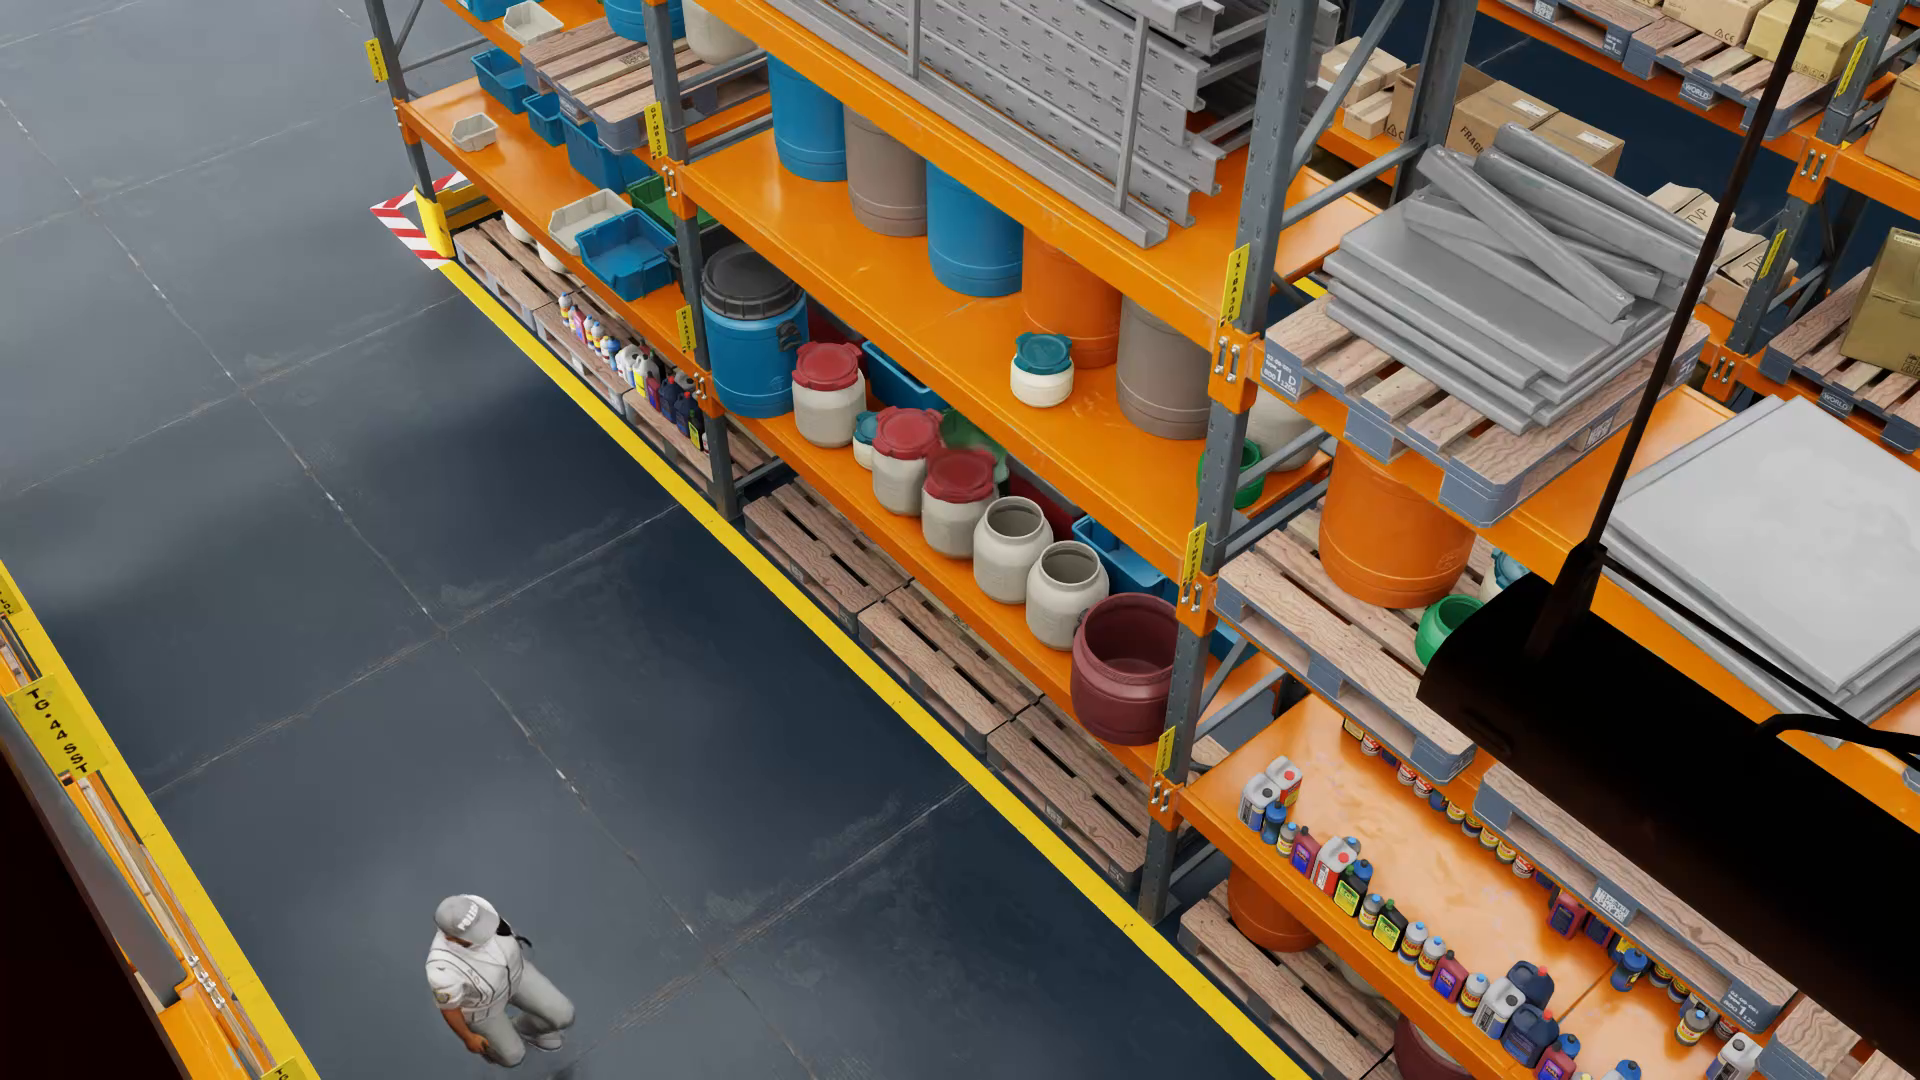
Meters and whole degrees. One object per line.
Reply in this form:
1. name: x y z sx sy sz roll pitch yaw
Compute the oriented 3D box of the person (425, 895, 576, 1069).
1. person: -2.190 2.069 7.680 0.602 1.530 0.511 23 51 20
